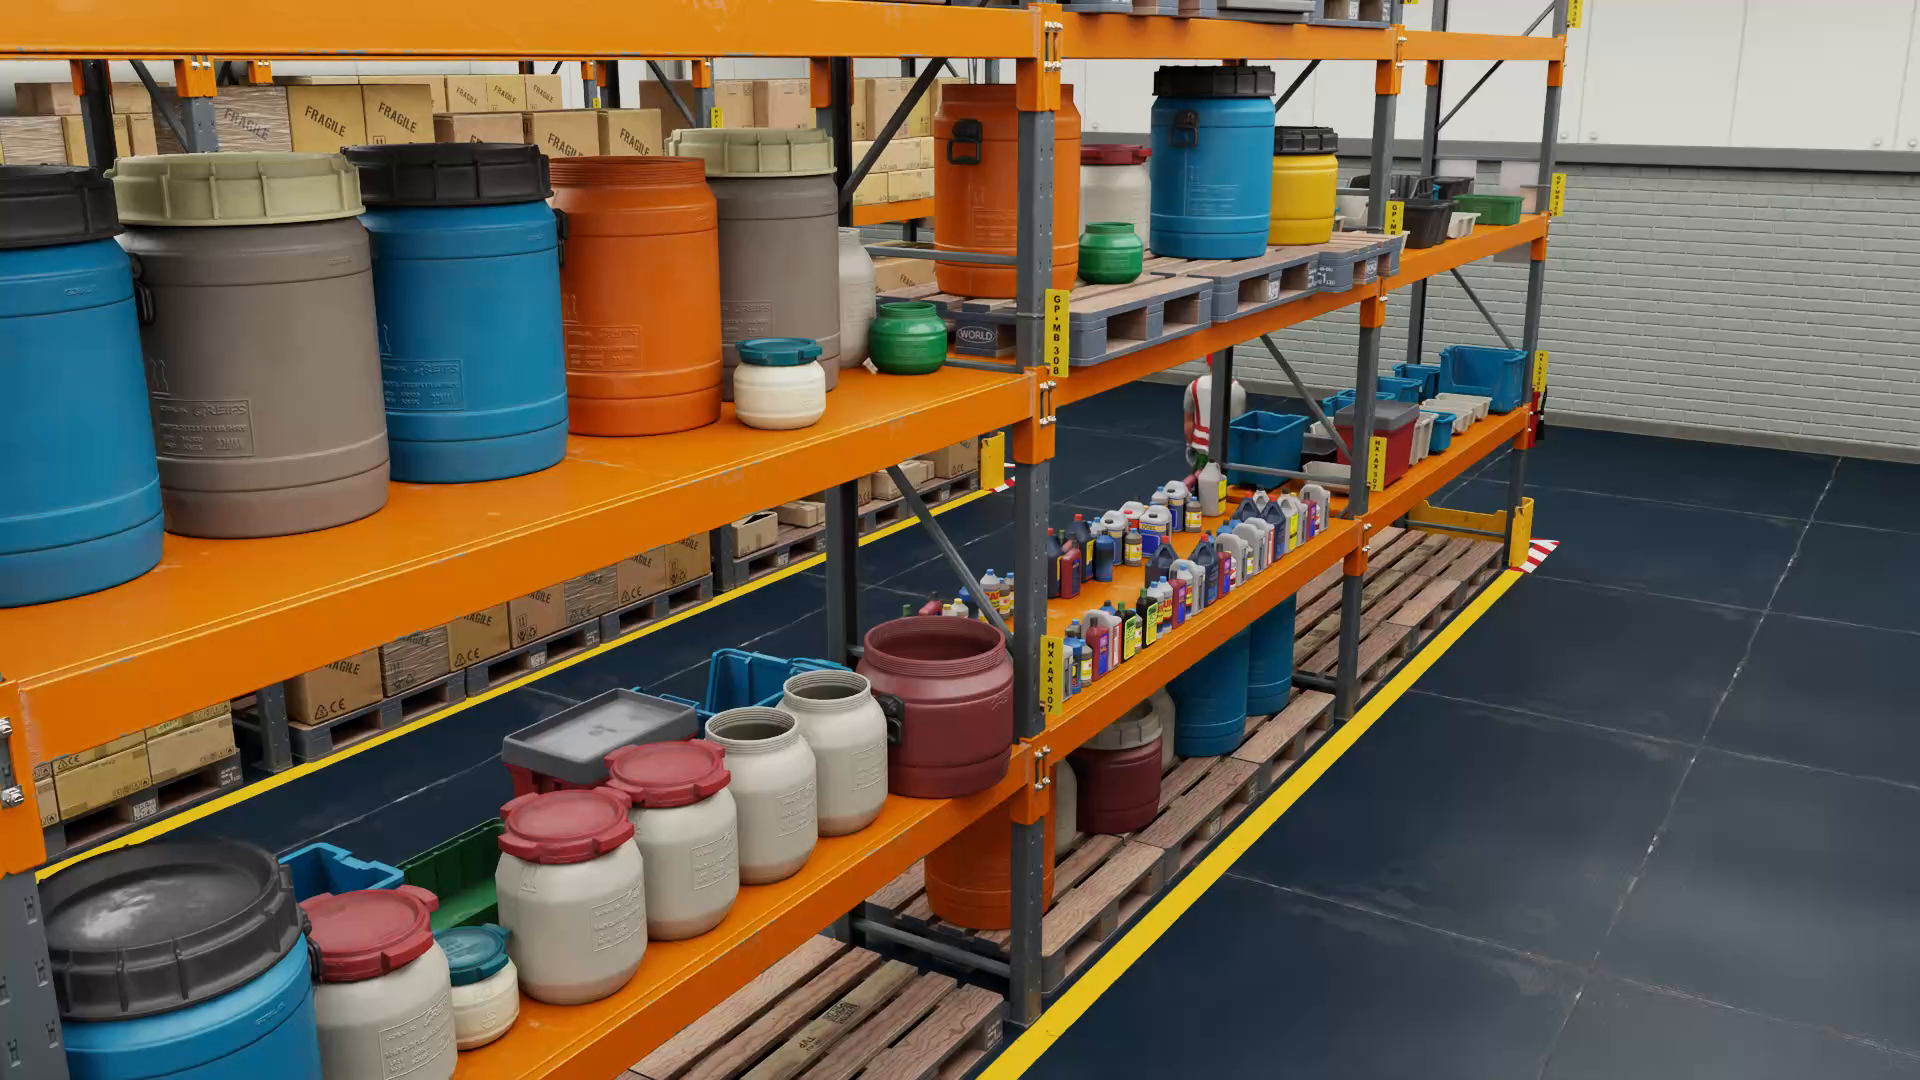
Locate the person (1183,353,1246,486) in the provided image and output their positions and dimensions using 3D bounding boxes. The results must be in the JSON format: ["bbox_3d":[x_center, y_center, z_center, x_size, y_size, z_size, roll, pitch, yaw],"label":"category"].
[{"bbox_3d":[2.091,-0.728,13.428,0.571,1.777,0.486,10,19,30],"label":"person"}]
